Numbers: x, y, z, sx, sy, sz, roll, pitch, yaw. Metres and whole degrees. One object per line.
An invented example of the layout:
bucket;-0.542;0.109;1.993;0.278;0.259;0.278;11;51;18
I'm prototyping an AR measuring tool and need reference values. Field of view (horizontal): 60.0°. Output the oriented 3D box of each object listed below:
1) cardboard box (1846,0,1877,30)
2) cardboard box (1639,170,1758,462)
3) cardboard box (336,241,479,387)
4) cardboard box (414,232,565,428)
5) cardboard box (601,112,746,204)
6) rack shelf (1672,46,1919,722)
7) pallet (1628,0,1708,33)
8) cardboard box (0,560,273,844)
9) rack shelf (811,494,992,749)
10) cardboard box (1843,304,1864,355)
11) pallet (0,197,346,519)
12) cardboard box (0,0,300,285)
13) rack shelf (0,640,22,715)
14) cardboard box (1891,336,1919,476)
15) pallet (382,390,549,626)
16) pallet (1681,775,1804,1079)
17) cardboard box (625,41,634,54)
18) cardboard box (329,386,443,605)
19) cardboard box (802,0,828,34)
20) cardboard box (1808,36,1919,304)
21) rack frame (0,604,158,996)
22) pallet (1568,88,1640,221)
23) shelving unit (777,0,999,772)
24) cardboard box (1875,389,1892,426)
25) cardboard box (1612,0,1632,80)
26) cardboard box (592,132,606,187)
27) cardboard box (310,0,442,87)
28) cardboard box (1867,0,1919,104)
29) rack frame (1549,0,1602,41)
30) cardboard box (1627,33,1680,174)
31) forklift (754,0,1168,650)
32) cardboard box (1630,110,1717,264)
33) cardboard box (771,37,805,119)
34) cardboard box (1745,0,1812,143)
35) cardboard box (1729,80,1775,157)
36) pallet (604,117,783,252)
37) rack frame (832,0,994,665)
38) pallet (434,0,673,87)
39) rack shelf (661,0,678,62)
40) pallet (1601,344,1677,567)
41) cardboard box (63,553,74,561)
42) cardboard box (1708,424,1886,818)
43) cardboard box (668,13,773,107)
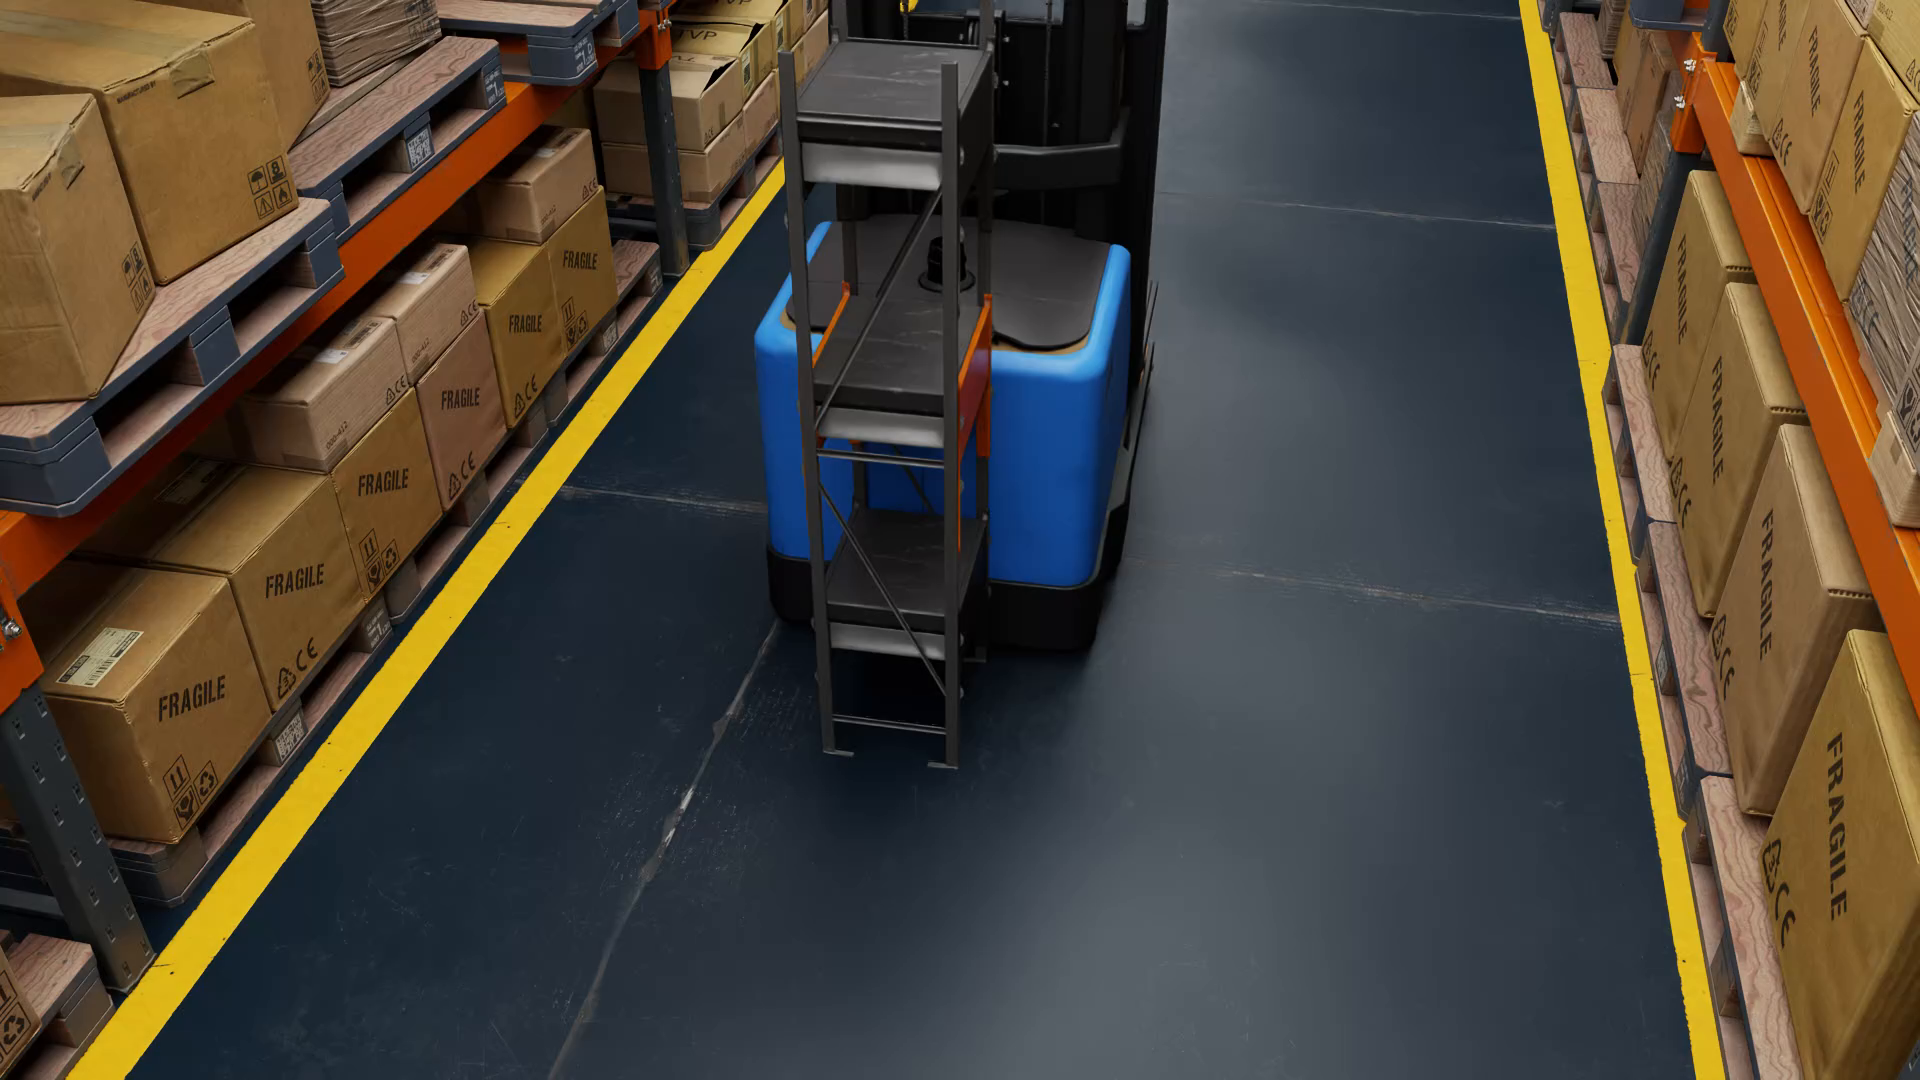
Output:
cardboard box;2.567;-1.493;4.259;0.500;0.250;0.500;8;37;10
cardboard box;2.848;-0.738;5.686;0.750;0.750;0.750;7;36;9
cardboard box;-1.900;-0.746;5.340;0.500;0.250;0.500;7;36;9
cardboard box;-1.788;-0.766;6.006;0.500;0.500;0.500;6;36;8
cardboard box;-1.308;-1.782;7.638;0.500;0.250;0.500;7;37;10
rack shelf;2.706;-0.406;4.367;1.077;0.370;4.000;7;37;10
pallet;3.181;-2.188;6.376;1.213;0.211;1.003;7;37;10
cardboard box;-2.220;0.418;4.372;0.500;0.500;0.500;6;36;8
rack shelf;-0.159;0.234;4.855;0.431;0.518;0.480;6;36;8
cardboard box;2.457;-0.560;4.163;0.380;0.149;0.250;8;37;11
pallet;-2.284;-0.536;4.097;1.003;0.211;1.213;7;37;10
cardboard box;-2.157;-1.025;4.166;0.700;0.500;0.500;13;38;17
rack shelf;-2.988;1.269;2.056;1.077;0.370;4.000;7;37;10
cardboard box;2.231;-0.309;3.265;0.500;0.500;0.500;8;37;10
pallet;-2.166;-0.213;5.864;1.003;0.211;1.213;7;37;10
pallet;2.370;1.127;4.015;1.003;0.211;1.213;7;37;10
cardboard box;-1.731;-2.376;7.980;0.500;0.311;0.500;7;36;9
cardboard box;-2.003;-0.175;5.190;0.500;0.500;0.500;8;37;11
cardboard box;-0.984;-2.899;8.701;0.500;0.311;0.500;7;36;9
cardboard box;2.448;-0.883;4.057;0.500;0.500;0.500;8;37;11
rack frame;-2.561;-0.169;3.427;1.000;3.000;0.127;7;37;10
pallet;3.564;-1.860;8.136;1.003;0.211;1.213;7;37;10
shelving unit;-0.159;-0.344;4.436;0.431;2.100;0.503;6;36;8
cardboard box;2.321;-0.267;3.760;0.380;0.149;0.250;7;37;10
cardboard box;3.785;-2.576;8.504;0.700;0.500;0.500;7;36;9
cardboard box;-1.833;-1.851;7.733;0.500;0.250;0.500;8;37;11
cardboard box;-2.113;-1.797;5.231;0.700;0.500;0.500;14;38;19
cardboard box;2.465;-1.199;3.854;0.500;0.250;0.500;7;36;9
rack frame;3.988;-4.137;8.902;1.000;3.000;0.127;7;37;10
cardboard box;3.538;-1.998;7.706;0.700;0.500;0.500;7;37;10
forklift;0.161;-1.705;5.605;1.130;2.935;3.031;6;36;8
cardboard box;3.236;-1.429;6.921;0.700;0.500;0.500;8;37;11
cardboard box;-1.096;-2.370;8.449;0.500;0.250;0.500;6;36;9
cardboard box;2.659;-1.467;4.862;0.500;0.500;0.500;8;37;12
cardboard box;2.635;-1.305;5.192;0.380;0.149;0.250;8;37;11
pallet;-1.493;-1.800;8.054;1.003;0.211;1.213;7;37;10
rack frame;-0.115;-0.485;4.630;0.400;2.100;0.015;6;36;8
pallet;-1.783;-1.987;6.099;1.213;0.211;1.003;7;37;10
rack shelf;-1.280;-3.318;8.384;1.077;0.370;4.000;7;37;10
pallet;2.891;-0.272;5.945;1.003;0.211;1.213;7;37;10
cardboard box;-2.622;0.064;4.861;0.500;0.500;0.500;7;37;10
cardboard box;2.478;0.251;4.321;0.750;0.750;0.750;8;37;11
cardboard box;-1.204;-2.312;7.891;0.500;0.311;0.500;6;36;9
